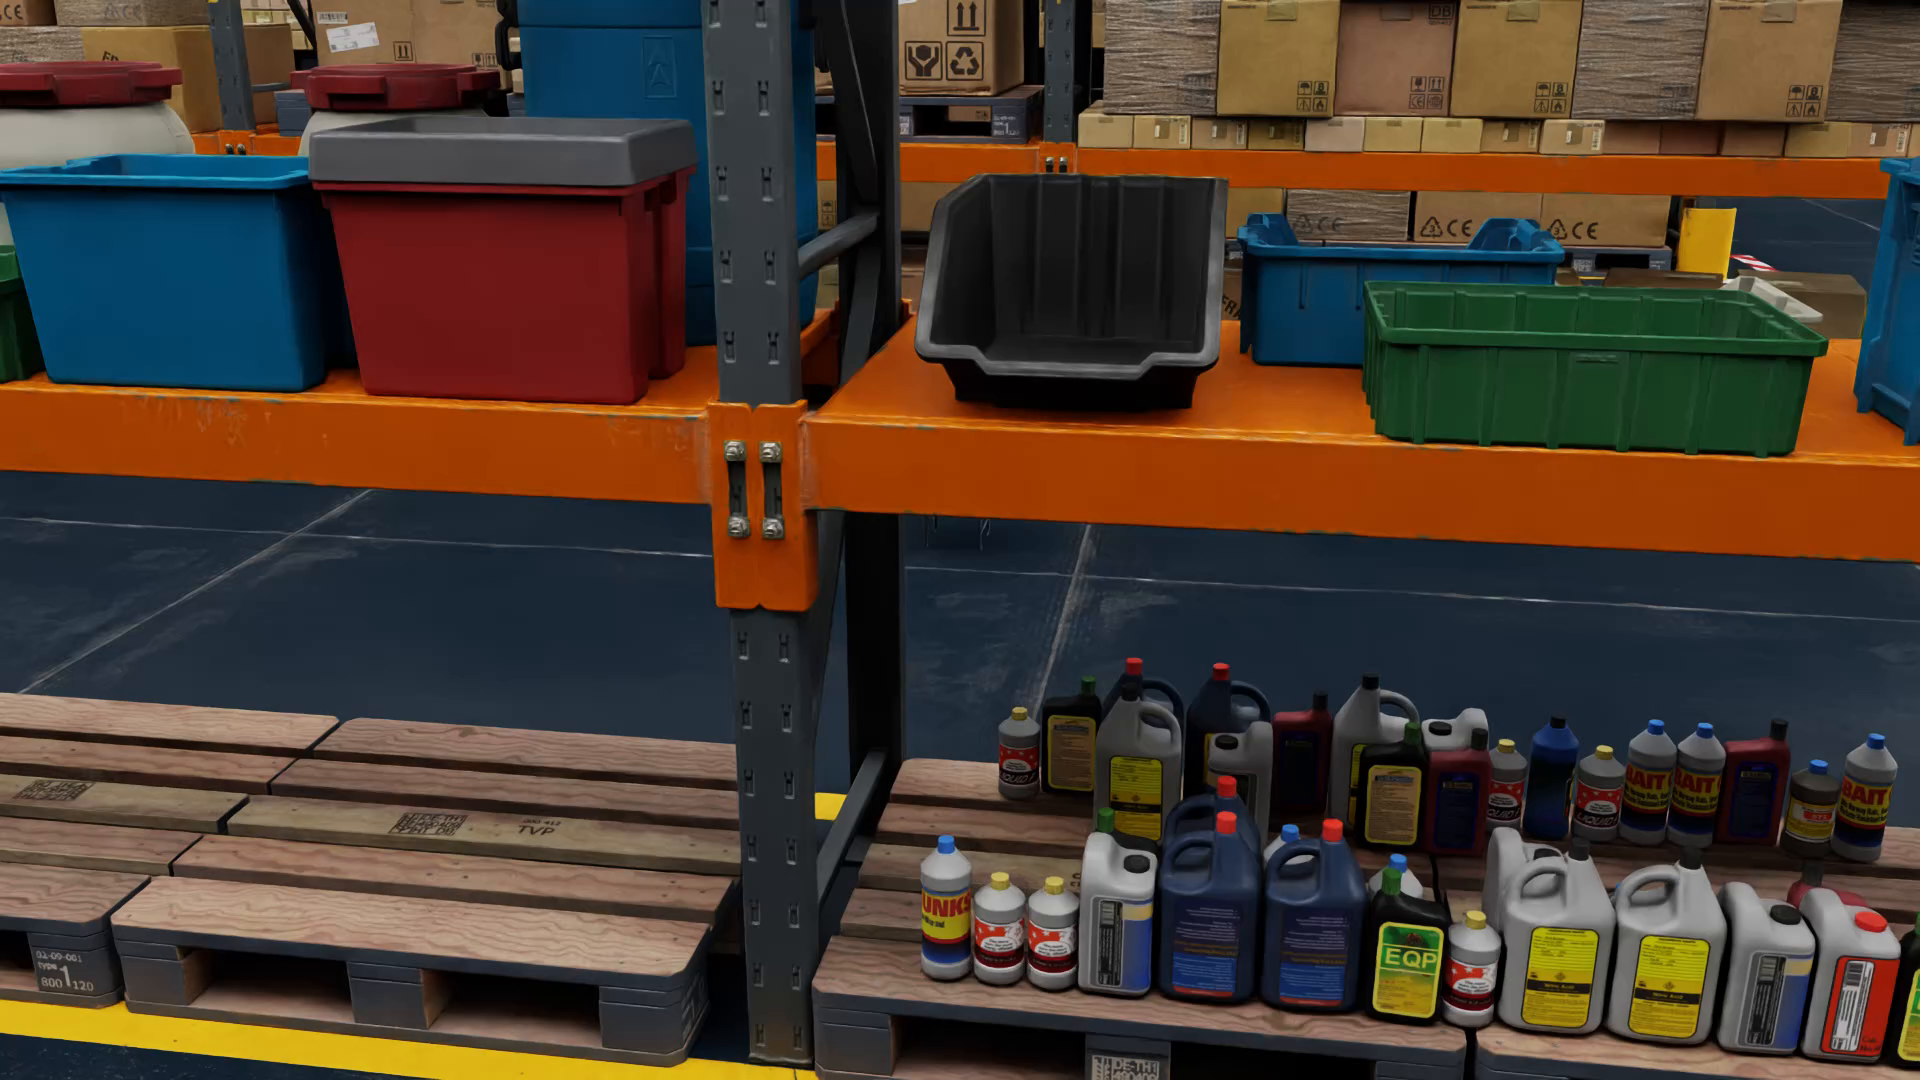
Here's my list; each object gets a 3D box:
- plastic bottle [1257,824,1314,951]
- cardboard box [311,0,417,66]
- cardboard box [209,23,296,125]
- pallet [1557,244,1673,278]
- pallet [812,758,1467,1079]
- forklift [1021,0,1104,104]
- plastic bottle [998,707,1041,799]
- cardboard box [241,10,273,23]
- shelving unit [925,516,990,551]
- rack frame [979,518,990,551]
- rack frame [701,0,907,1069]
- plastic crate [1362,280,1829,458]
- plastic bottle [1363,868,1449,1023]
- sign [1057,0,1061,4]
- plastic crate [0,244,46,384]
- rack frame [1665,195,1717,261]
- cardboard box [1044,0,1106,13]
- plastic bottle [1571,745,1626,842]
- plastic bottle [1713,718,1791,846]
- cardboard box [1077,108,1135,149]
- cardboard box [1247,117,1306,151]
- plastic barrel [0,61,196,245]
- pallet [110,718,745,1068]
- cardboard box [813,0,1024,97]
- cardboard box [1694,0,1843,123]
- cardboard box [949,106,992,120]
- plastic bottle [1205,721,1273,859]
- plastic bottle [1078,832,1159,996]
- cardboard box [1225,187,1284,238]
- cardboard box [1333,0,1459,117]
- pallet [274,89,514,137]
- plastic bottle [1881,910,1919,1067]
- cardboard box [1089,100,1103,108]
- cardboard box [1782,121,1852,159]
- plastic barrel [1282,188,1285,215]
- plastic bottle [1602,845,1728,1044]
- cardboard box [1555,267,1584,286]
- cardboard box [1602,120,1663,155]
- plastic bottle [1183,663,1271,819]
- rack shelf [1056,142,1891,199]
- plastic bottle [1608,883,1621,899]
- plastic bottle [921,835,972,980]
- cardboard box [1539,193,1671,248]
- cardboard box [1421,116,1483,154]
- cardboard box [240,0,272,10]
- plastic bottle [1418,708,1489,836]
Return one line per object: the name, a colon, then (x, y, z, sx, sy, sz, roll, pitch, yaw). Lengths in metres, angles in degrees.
plastic bottle: (0.623, 0.671, 3.176, 0.097, 0.271, 0.097, 0, 18, 0)
cardboard box: (-2.895, -2.539, 8.344, 0.500, 0.500, 0.500, 1, 19, 2)
cardboard box: (-3.871, -2.464, 8.783, 0.500, 0.500, 0.500, 3, 19, 10)
pallet: (4.549, -2.146, 12.386, 1.213, 0.211, 1.003, 3, 19, 9)
pallet: (0.386, 0.815, 3.534, 1.213, 0.211, 1.003, 3, 19, 9)
forklift: (0.829, -3.027, 10.732, 1.130, 2.935, 3.031, 3, 19, 9)
plastic bottle: (0.137, 0.485, 3.843, 0.097, 0.201, 0.097, 0, 18, 0)
cardboard box: (-5.413, -4.076, 13.023, 0.250, 0.149, 0.380, 2, 19, 6)
shelving unit: (-0.008, -0.427, 6.162, 0.210, 0.900, 0.258, 3, 19, 9)
rack frame: (0.092, -0.422, 6.146, 0.006, 0.900, 0.240, 3, 19, 9)
rack frame: (-0.271, -0.554, 3.231, 0.127, 3.000, 1.000, 3, 19, 9)
plastic crate: (1.025, -0.297, 2.797, 0.662, 0.188, 0.450, 3, 19, 9)
plastic bottle: (0.803, 0.727, 2.990, 0.133, 0.283, 0.061, 4, 19, 11)
sign: (0.430, -2.481, 7.165, 0.005, 0.325, 0.100, 3, 19, 9)
plastic crate: (-2.035, -0.453, 3.263, 0.662, 0.188, 0.450, 3, 19, 9)
rack frame: (5.351, -3.453, 11.896, 0.127, 3.000, 1.000, 3, 19, 9)
cardboard box: (0.910, -4.199, 12.393, 0.500, 0.500, 0.700, 3, 19, 8)
plastic bottle: (1.403, 0.550, 3.650, 0.097, 0.201, 0.097, 0, 18, 0)
plastic bottle: (1.717, 0.521, 3.607, 0.133, 0.283, 0.061, 3, 19, 10)
cardboard box: (0.679, -1.881, 7.595, 0.250, 0.149, 0.380, 3, 19, 9)
cardboard box: (1.424, -1.851, 7.505, 0.250, 0.149, 0.380, 3, 19, 9)
plastic barrel: (-1.905, -0.772, 3.669, 0.433, 0.535, 0.433, 0, 18, 0)
pallet: (-1.052, 0.741, 3.756, 1.213, 0.211, 1.003, 3, 19, 9)
cardboard box: (-0.247, -2.673, 7.958, 1.000, 1.000, 1.000, 3, 19, 9)
cardboard box: (3.413, -2.117, 7.276, 0.500, 0.500, 0.875, 3, 19, 9)
cardboard box: (0.181, -5.974, 22.510, 0.625, 0.625, 0.875, 4, 19, 10)
plastic bottle: (0.602, 0.528, 3.595, 0.135, 0.276, 0.152, 3, 19, 9)
plastic bottle: (0.298, 0.690, 3.112, 0.135, 0.276, 0.152, 4, 19, 11)
cardboard box: (2.011, -2.792, 12.608, 0.875, 0.875, 0.875, 3, 19, 9)
cardboard box: (1.947, -2.222, 7.591, 0.500, 0.500, 0.875, 3, 19, 9)
pallet: (-2.714, -2.214, 8.494, 1.003, 0.211, 1.213, 3, 19, 9)
plastic bottle: (1.678, 0.772, 2.857, 0.133, 0.283, 0.061, 3, 19, 10)
cardboard box: (0.774, -2.068, 8.152, 0.250, 0.149, 0.380, 3, 19, 9)
cardboard box: (3.648, -1.744, 7.184, 0.250, 0.149, 0.380, 3, 19, 9)
plastic barrel: (2.765, -2.856, 14.172, 0.512, 0.421, 0.421, -15, 24, -38)
plastic bottle: (1.250, 0.704, 2.952, 0.185, 0.351, 0.144, 4, 19, 11)
cardboard box: (2.640, -1.012, 7.877, 0.500, 0.500, 0.500, 5, 19, 14)
cardboard box: (2.913, -1.793, 7.329, 0.250, 0.149, 0.380, 3, 19, 9)
plastic bottle: (0.600, 0.445, 3.726, 0.185, 0.351, 0.144, 2, 19, 6)
rack shelf: (2.490, -1.664, 7.682, 4.000, 0.370, 1.077, 3, 19, 9)
plastic bottle: (1.226, 0.735, 3.095, 0.097, 0.201, 0.097, 0, 18, 0)
plastic bottle: (-0.026, 0.685, 3.136, 0.097, 0.271, 0.097, 0, 18, 0)
cardboard box: (4.671, -2.658, 12.207, 0.875, 0.875, 0.875, 3, 19, 9)
cardboard box: (2.163, -1.810, 7.382, 0.250, 0.149, 0.380, 3, 19, 9)
cardboard box: (-5.406, -4.216, 12.973, 0.250, 0.149, 0.380, 3, 19, 8)
plastic bottle: (1.079, 0.507, 3.661, 0.135, 0.276, 0.152, 3, 19, 10)
